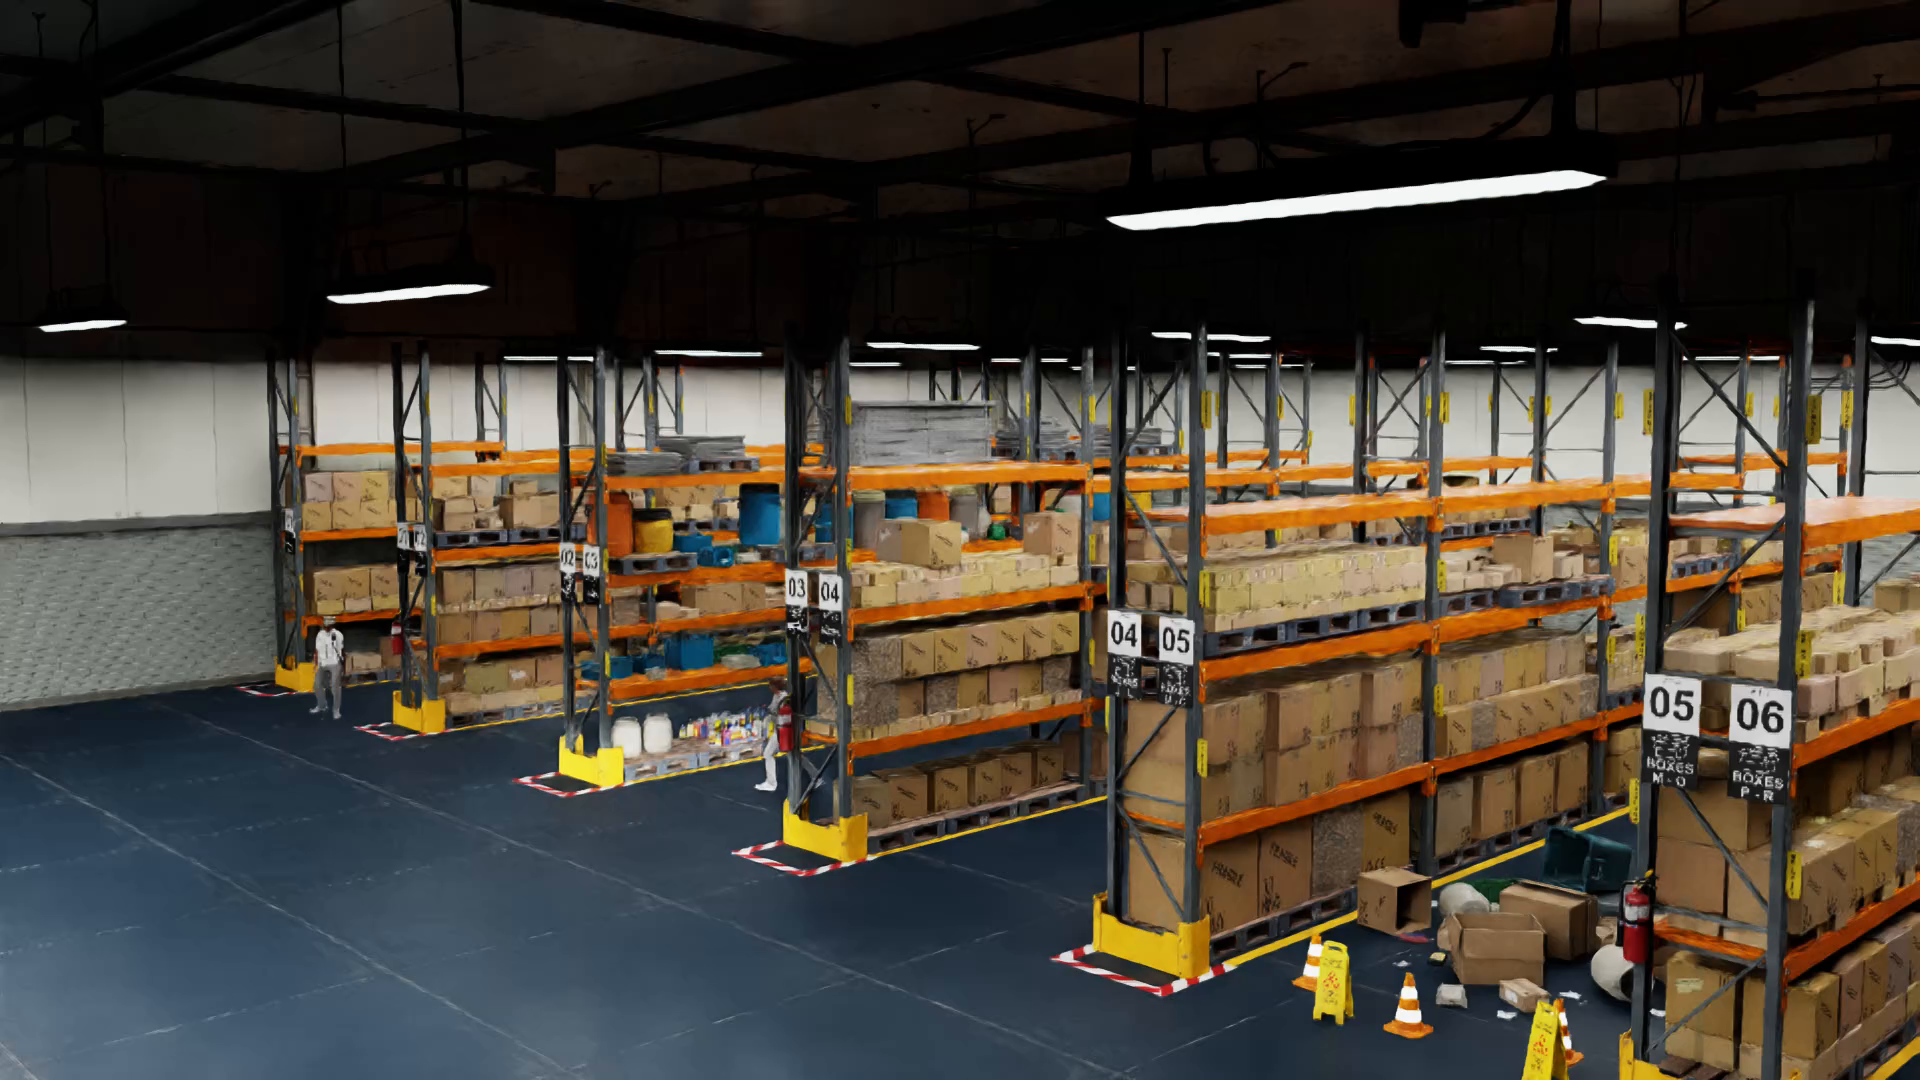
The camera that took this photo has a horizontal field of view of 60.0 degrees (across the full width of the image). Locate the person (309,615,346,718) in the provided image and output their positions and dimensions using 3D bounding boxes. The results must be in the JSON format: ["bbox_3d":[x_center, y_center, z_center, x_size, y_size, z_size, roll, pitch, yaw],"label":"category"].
[{"bbox_3d":[-10.238,2.022,26.825,0.673,1.663,0.505,0,5,1],"label":"person"}]

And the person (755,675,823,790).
[{"bbox_3d":[-2.237,2.512,21.734,0.866,1.531,0.462,-2,5,-22],"label":"person"}]

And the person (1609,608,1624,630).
[{"bbox_3d":[10.517,1.959,26.951,0.606,1.720,0.553,-3,6,-28],"label":"person"}]

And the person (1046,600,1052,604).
[{"bbox_3d":[2.190,0.822,40.277,0.689,1.735,0.549,5,7,44],"label":"person"}]
